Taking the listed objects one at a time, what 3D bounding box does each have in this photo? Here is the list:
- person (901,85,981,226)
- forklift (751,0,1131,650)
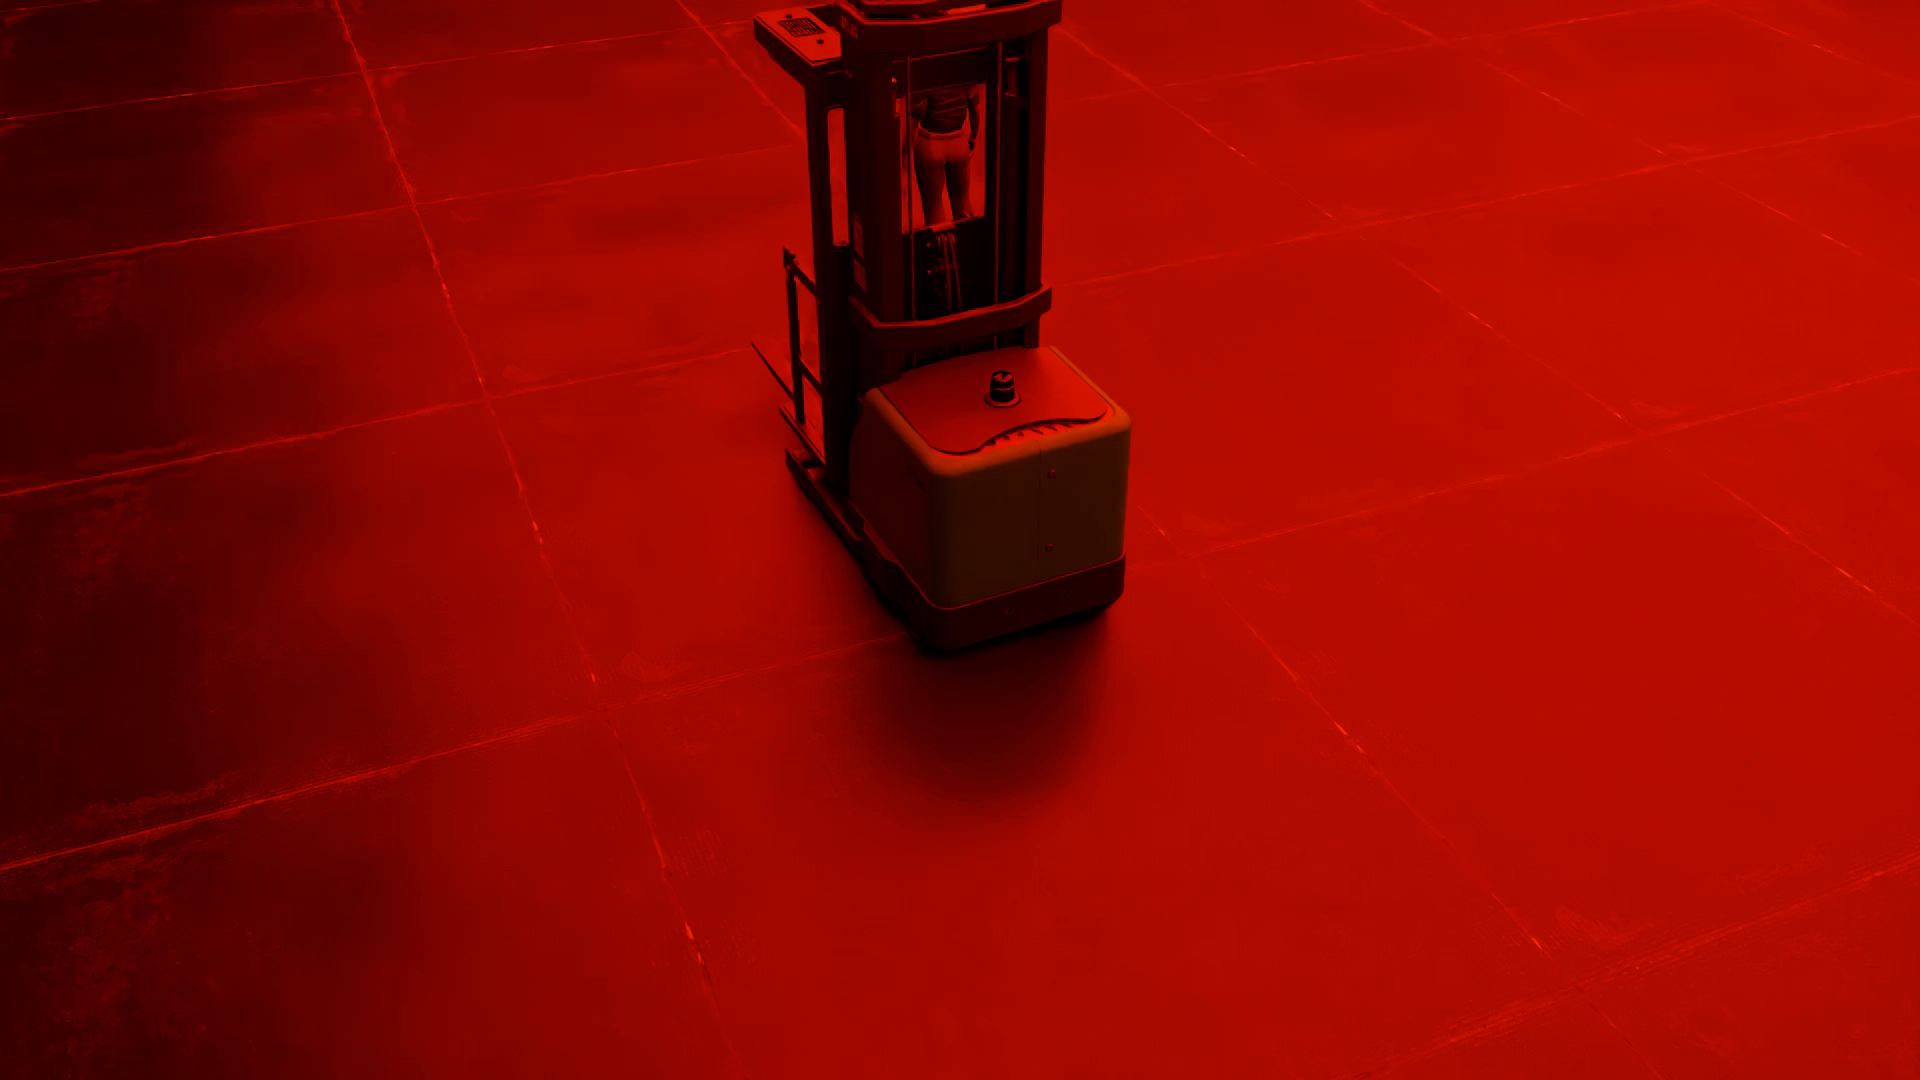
[{"bbox_3d":[-0.143,-2.547,10.771,0.567,1.655,0.503,-15,38,-20],"label":"person"},{"bbox_3d":[-0.294,-1.523,8.241,1.130,2.935,3.031,-16,38,-21],"label":"forklift"}]
